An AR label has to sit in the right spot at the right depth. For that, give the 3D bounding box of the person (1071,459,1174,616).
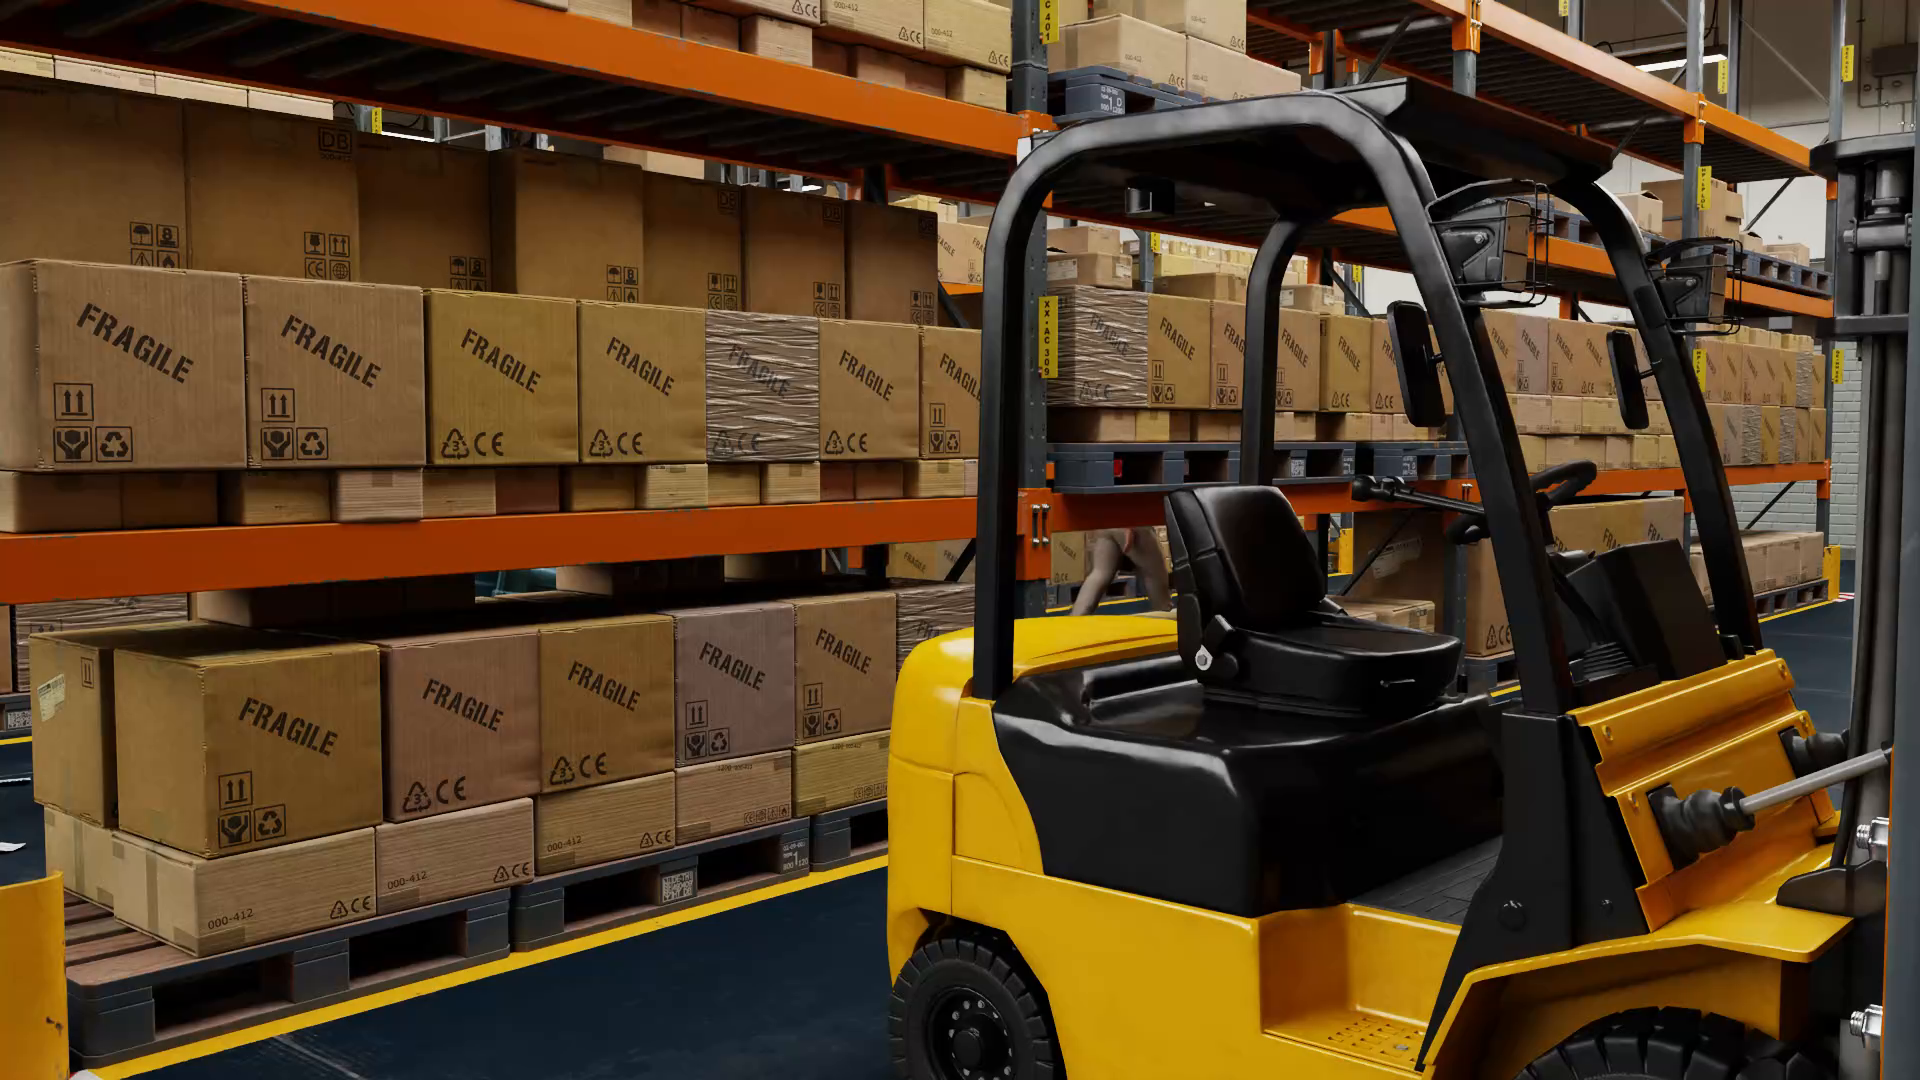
[{"bbox_3d":[1.281,-0.106,12.464,1.071,1.662,0.544,-2,4,-33],"label":"person"}]
